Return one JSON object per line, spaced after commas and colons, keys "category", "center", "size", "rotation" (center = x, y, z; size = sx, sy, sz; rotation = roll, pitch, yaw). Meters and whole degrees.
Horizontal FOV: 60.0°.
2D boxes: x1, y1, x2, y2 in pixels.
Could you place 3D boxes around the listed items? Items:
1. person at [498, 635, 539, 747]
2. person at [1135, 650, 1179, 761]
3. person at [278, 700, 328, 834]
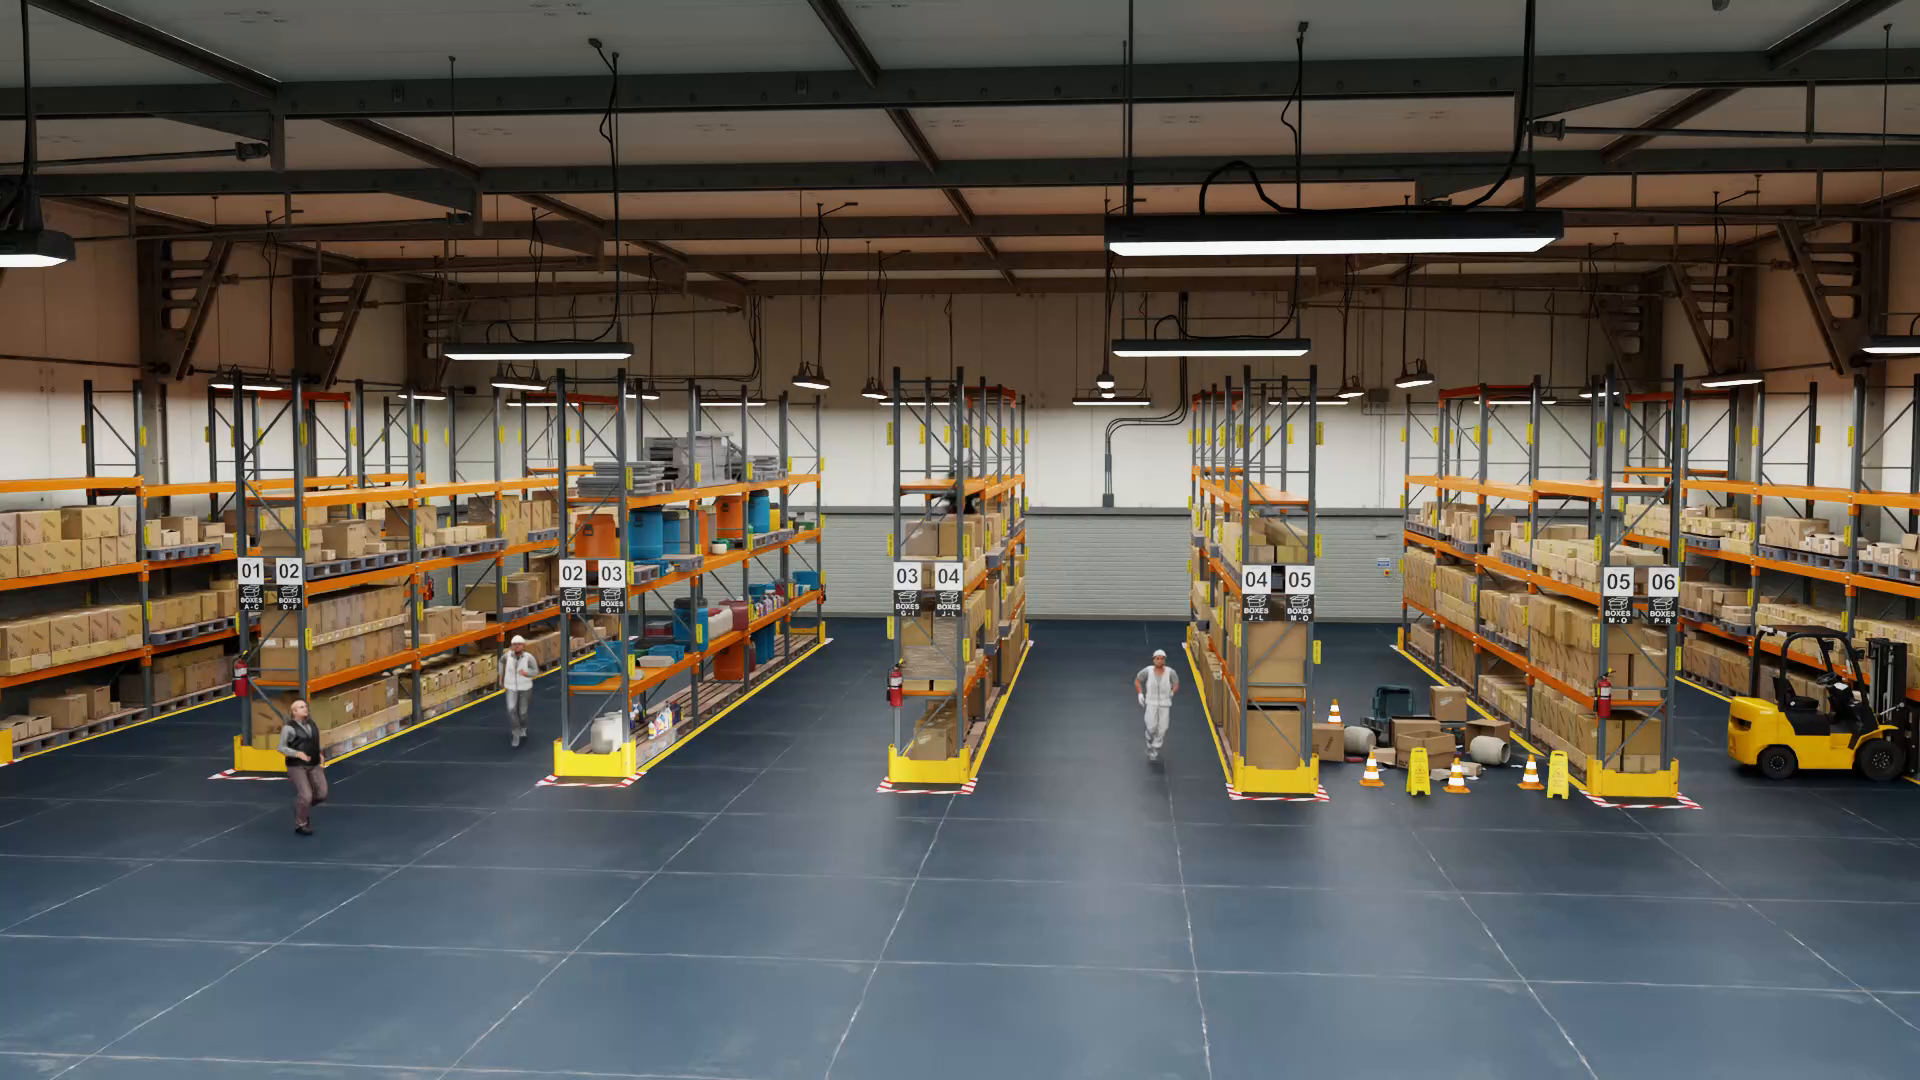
{"category": "person", "center": [-7.197, 2.441, 27.116], "size": [0.679, 1.811, 0.848], "rotation": [0, 4, -8]}
{"category": "person", "center": [3.027, 2.542, 25.428], "size": [0.654, 1.736, 0.619], "rotation": [0, 4, 0]}
{"category": "person", "center": [-8.258, 2.857, 20.976], "size": [0.597, 1.674, 0.654], "rotation": [2, 4, 30]}
